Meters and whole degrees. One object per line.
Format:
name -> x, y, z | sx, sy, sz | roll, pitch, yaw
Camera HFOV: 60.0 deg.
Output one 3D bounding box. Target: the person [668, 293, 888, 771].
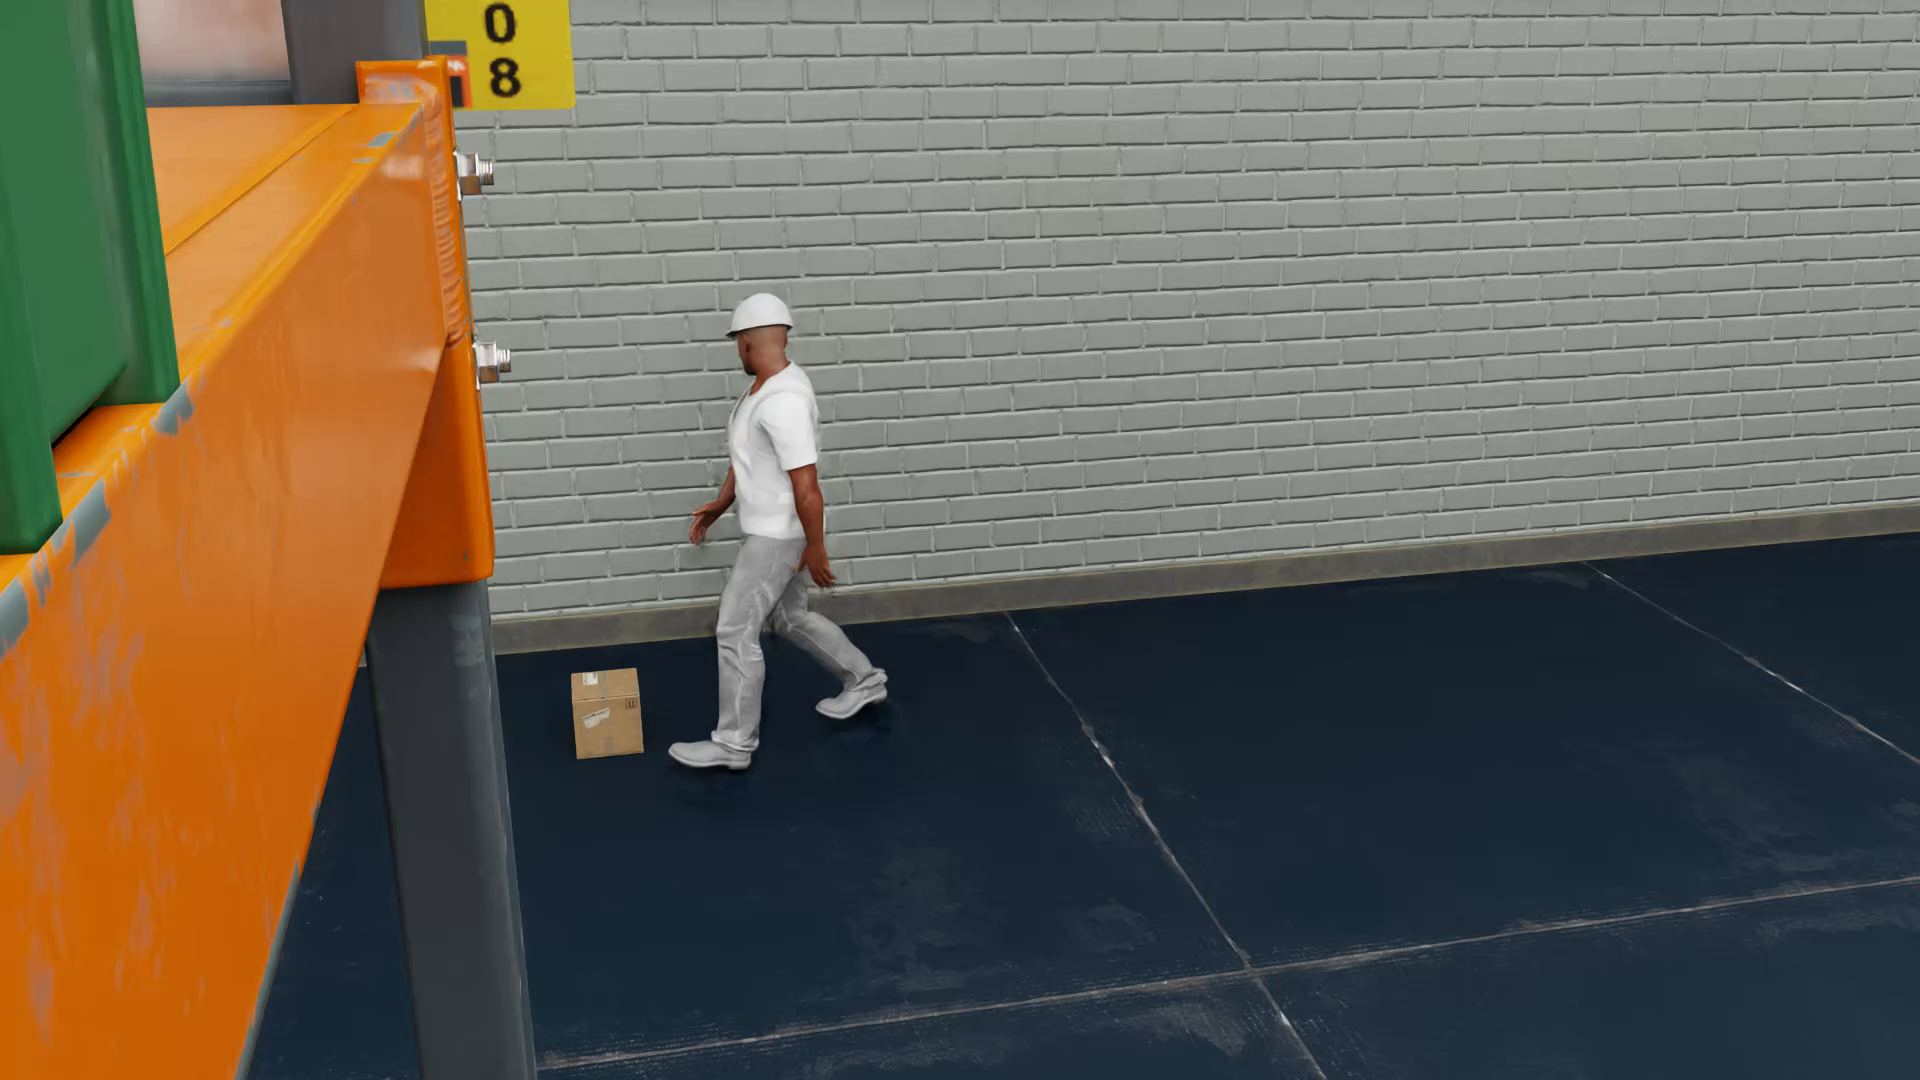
person -> -0.693, -0.051, 6.185 | 0.853, 1.721, 0.595 | -3, 20, -7
